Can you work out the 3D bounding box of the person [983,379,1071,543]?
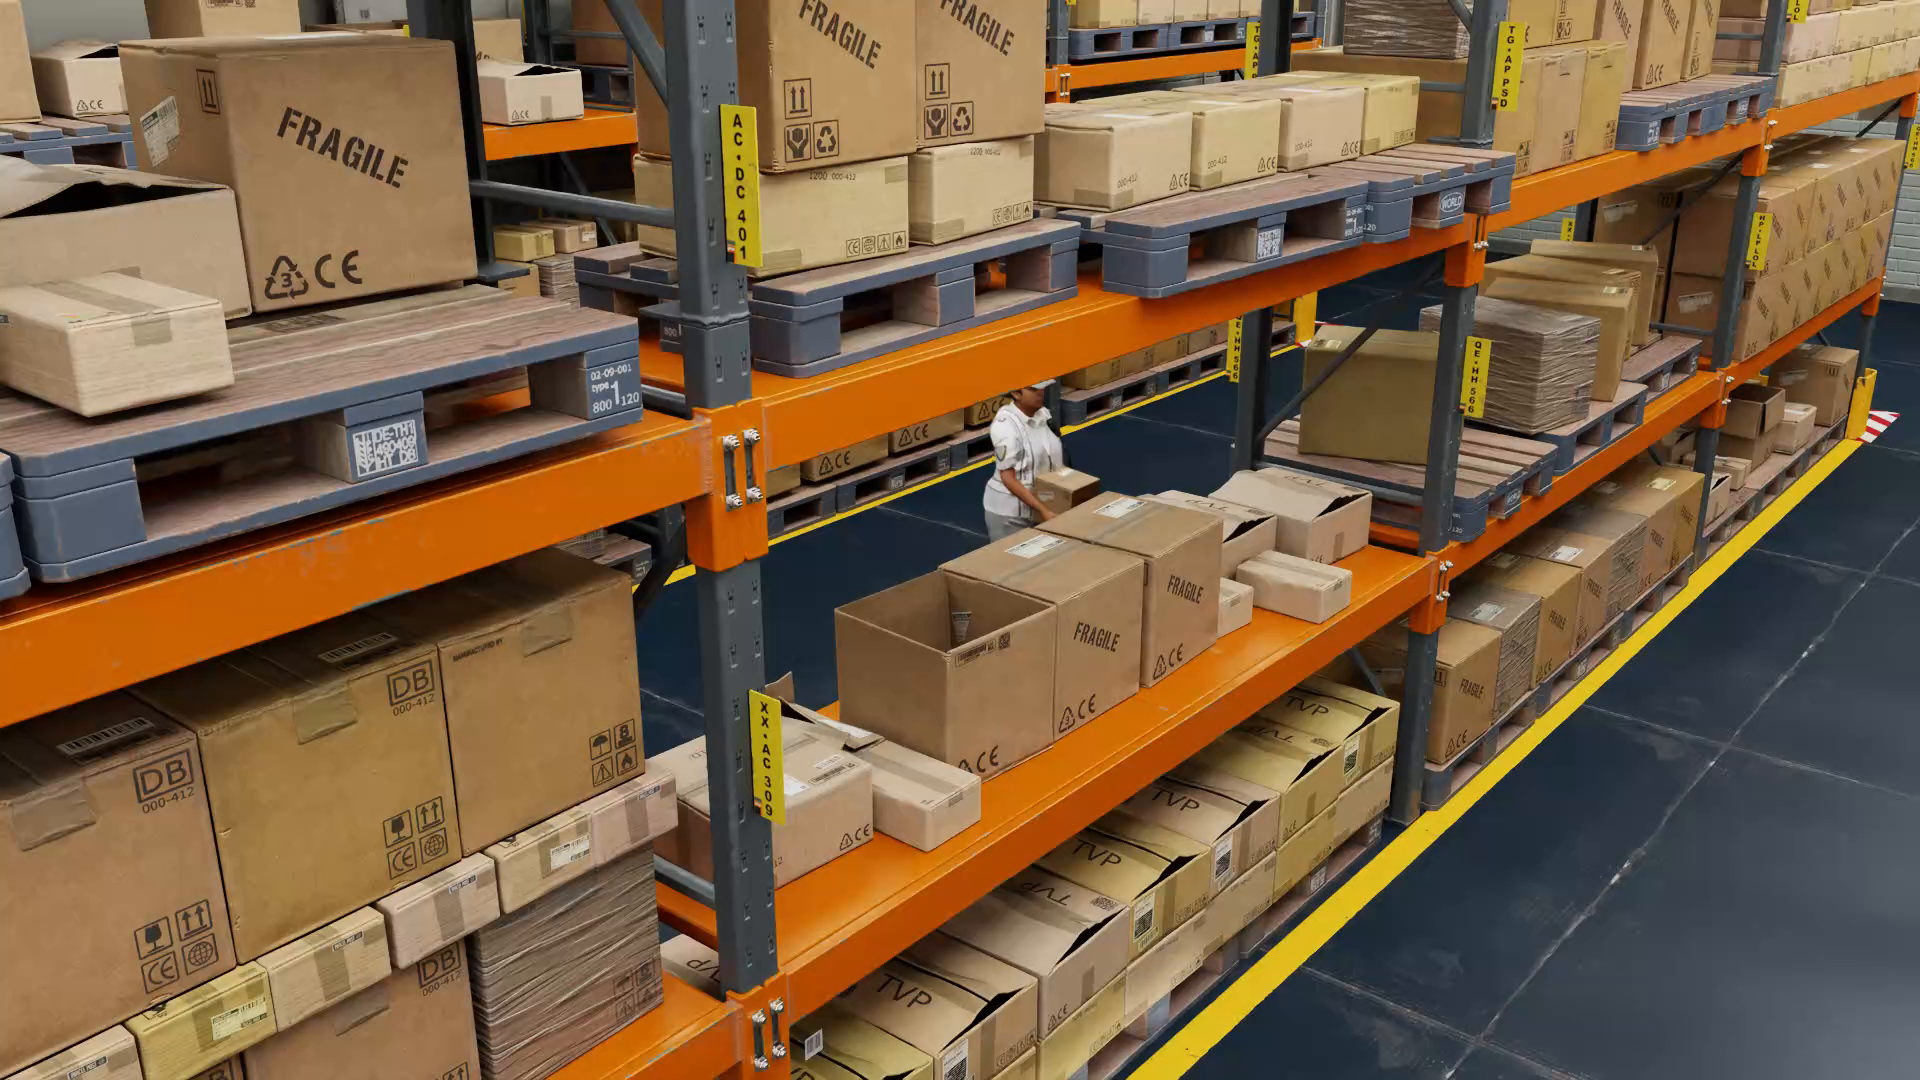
[{"bbox_3d":[0.406,-0.127,8.911,0.536,1.664,0.471,16,25,36],"label":"person"}]
